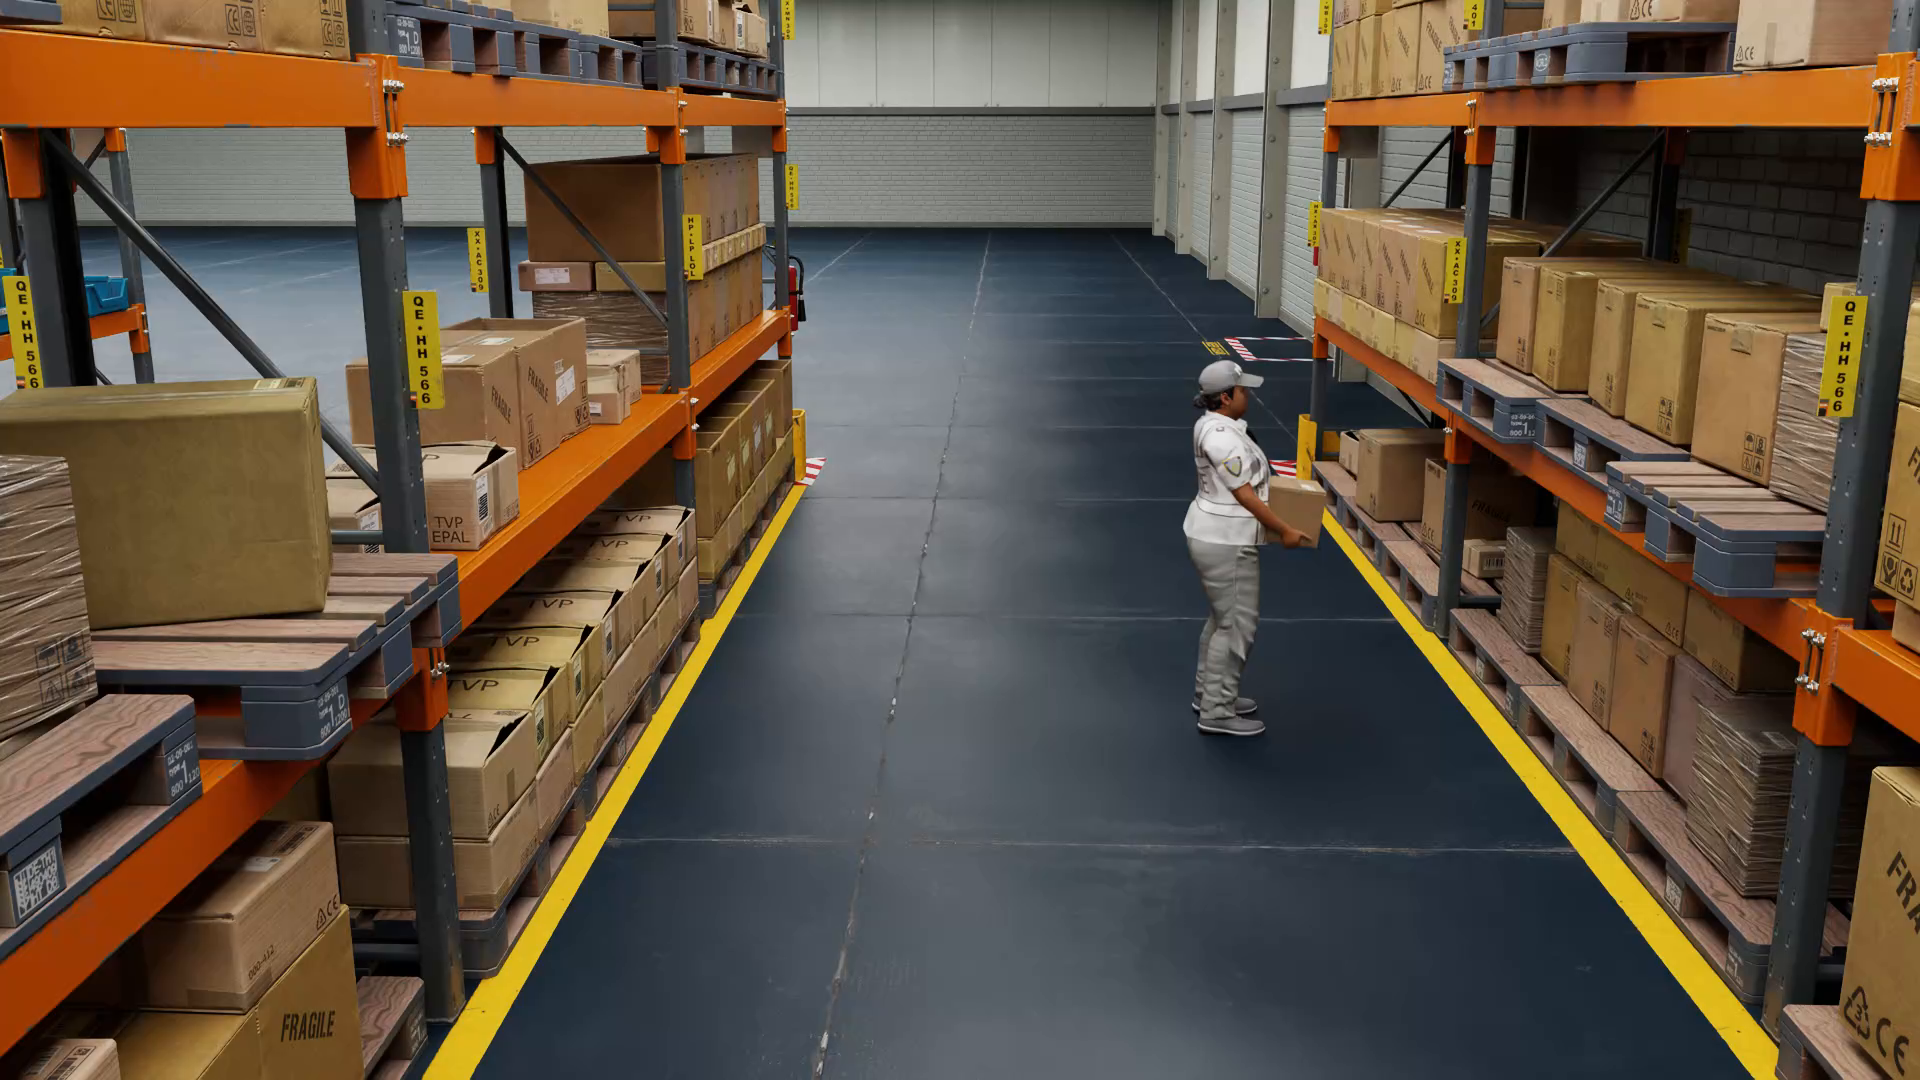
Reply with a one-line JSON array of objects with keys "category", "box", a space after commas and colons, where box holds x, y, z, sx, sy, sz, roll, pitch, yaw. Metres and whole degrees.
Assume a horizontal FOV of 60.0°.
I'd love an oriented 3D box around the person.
[{"category": "person", "box": [1.261, 0.025, 7.414, 0.541, 1.653, 0.453, 0, 14, 2]}]
